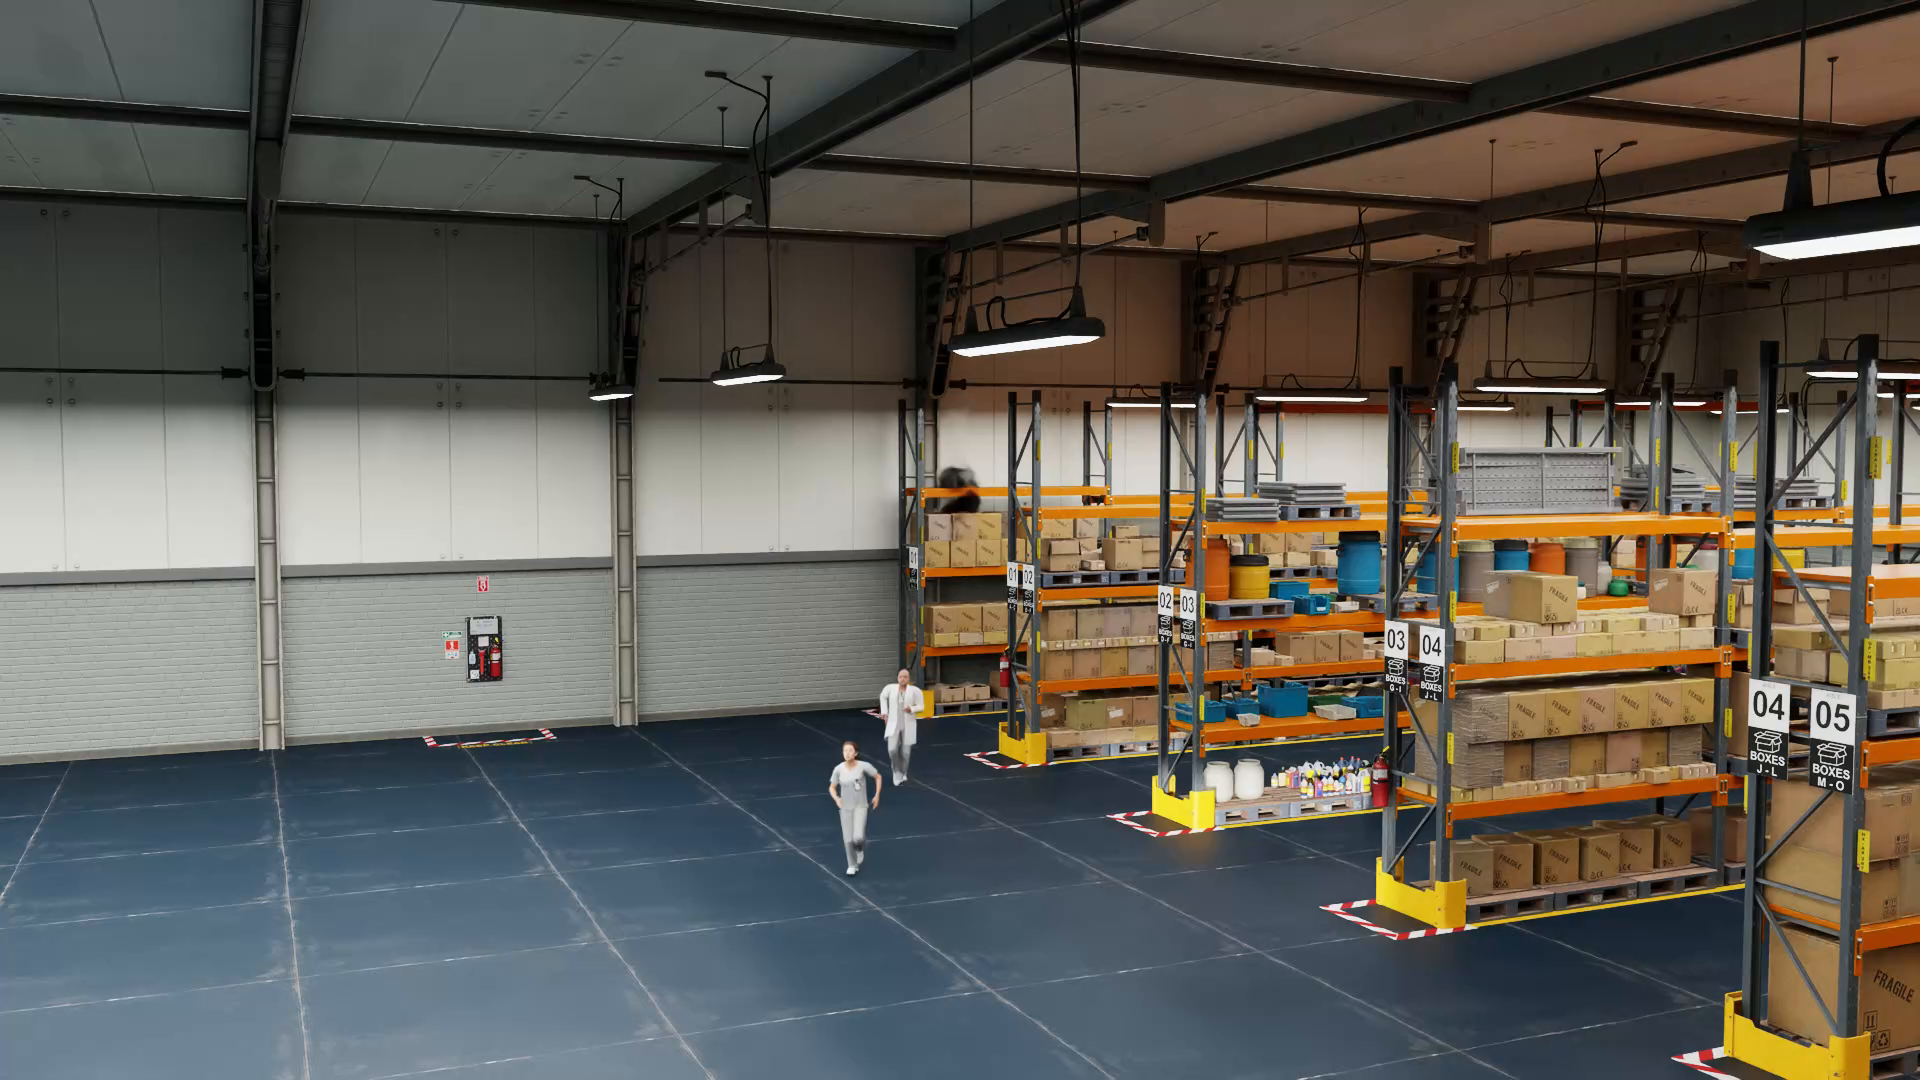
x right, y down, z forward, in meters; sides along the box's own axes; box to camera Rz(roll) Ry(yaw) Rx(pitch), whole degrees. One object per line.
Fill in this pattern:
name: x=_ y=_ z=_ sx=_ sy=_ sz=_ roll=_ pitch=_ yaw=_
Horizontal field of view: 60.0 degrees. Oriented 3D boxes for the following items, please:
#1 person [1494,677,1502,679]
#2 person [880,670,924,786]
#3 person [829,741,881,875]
person: x=8.508 y=2.720 z=26.962 sx=0.895 sy=1.758 sz=0.677 roll=-1 pitch=4 yaw=-22
person: x=-0.875 y=2.817 z=24.979 sx=0.691 sy=1.762 sz=0.798 roll=0 pitch=3 yaw=3
person: x=-1.257 y=3.192 z=19.717 sx=0.598 sy=1.622 sz=0.628 roll=0 pitch=3 yaw=8
